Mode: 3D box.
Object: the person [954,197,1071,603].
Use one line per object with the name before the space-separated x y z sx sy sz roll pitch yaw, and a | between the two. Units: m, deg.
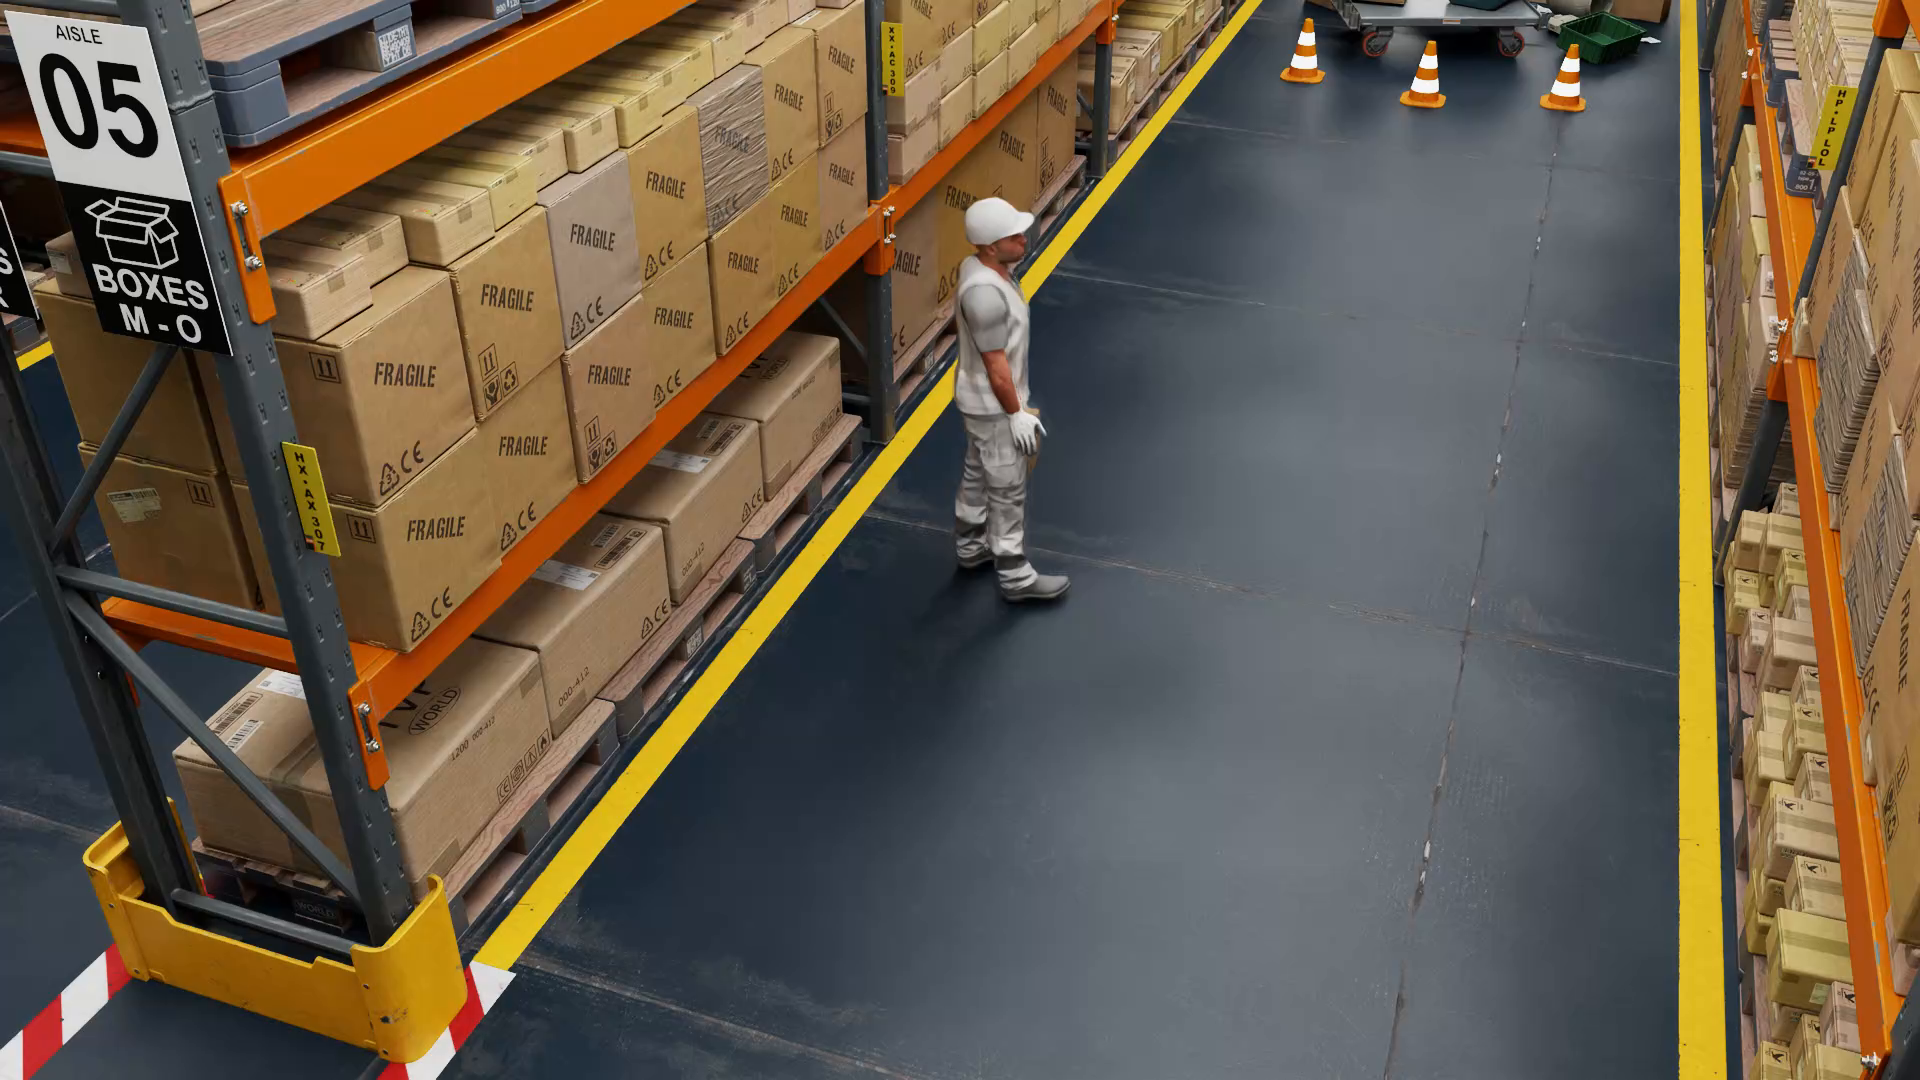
person | 0.233 -0.582 6.968 0.515 1.796 0.560 0 33 1
